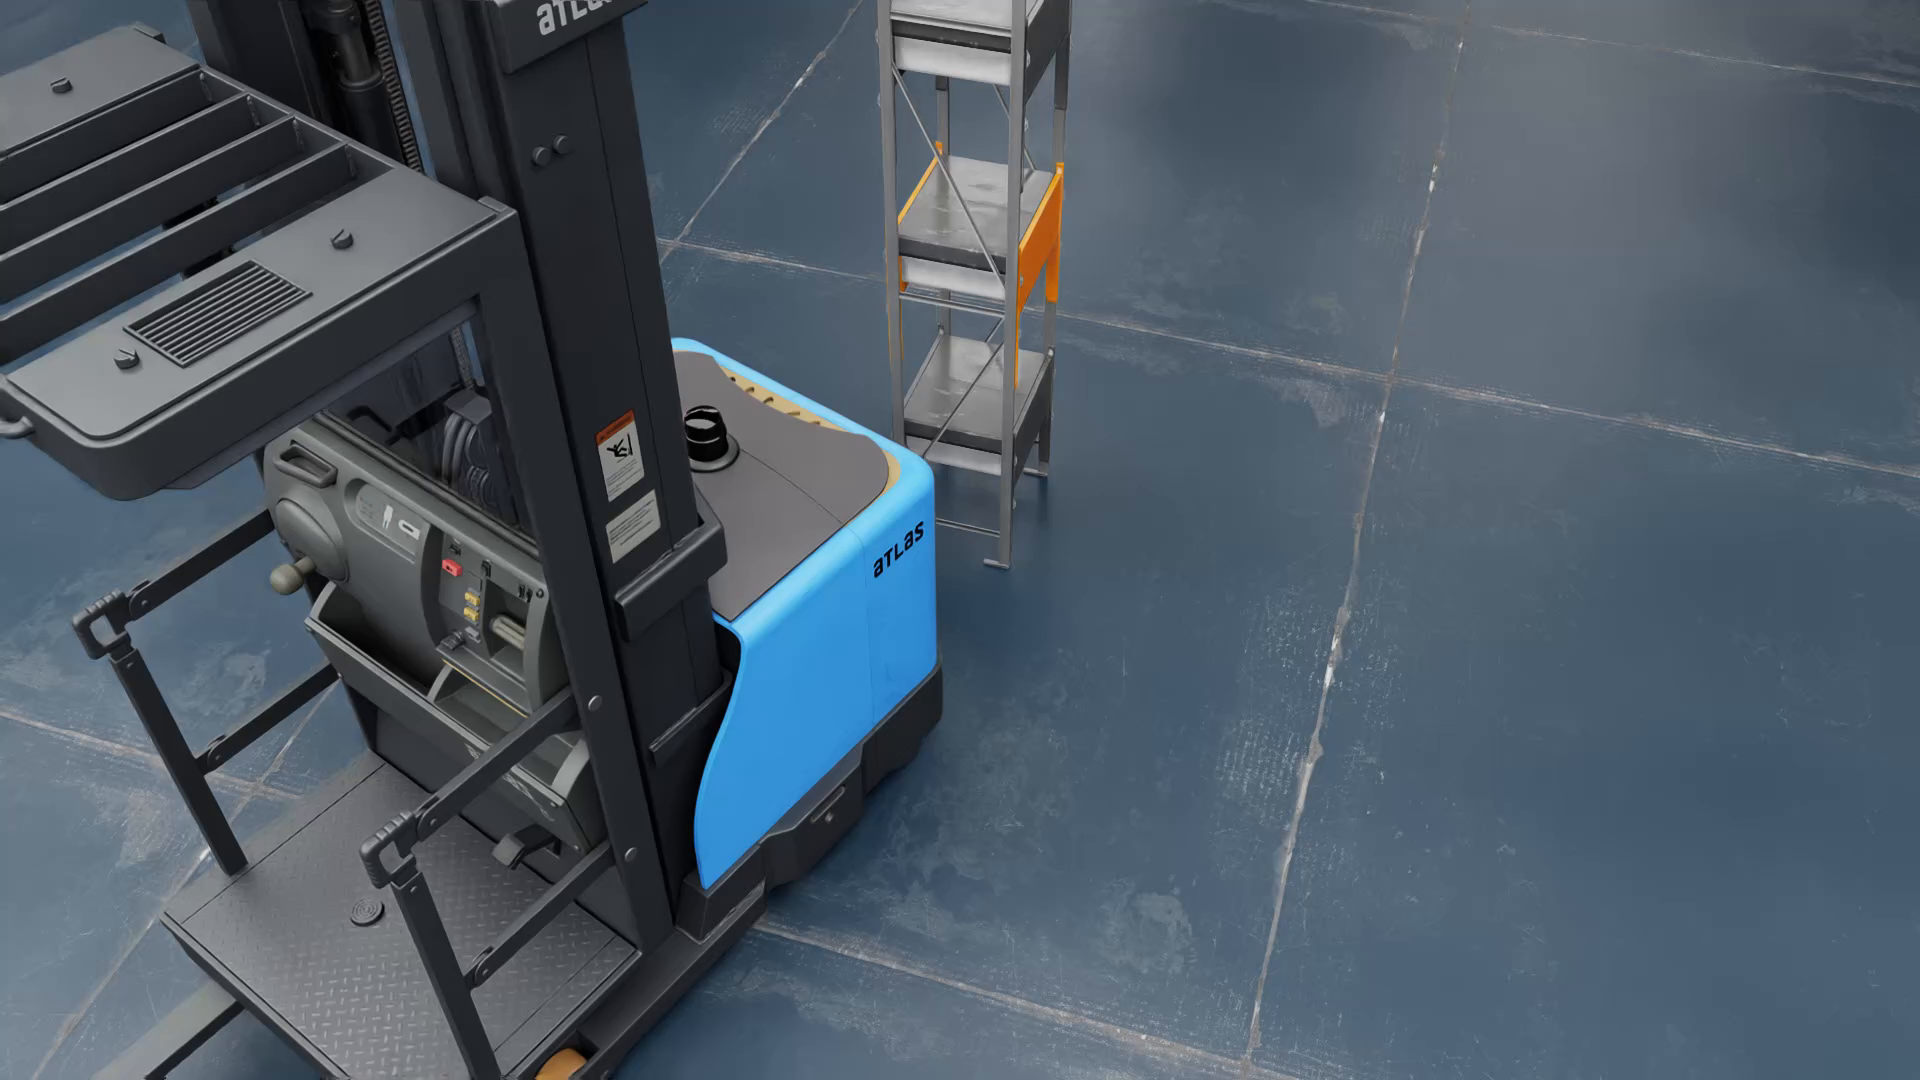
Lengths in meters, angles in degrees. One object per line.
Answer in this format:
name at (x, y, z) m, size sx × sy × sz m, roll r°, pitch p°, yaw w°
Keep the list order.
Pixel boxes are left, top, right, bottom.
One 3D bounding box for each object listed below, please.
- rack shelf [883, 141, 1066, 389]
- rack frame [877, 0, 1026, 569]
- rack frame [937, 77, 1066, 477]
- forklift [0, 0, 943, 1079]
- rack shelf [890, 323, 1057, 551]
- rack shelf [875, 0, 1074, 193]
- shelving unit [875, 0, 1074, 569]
rack shelf at (0.050, -0.851, 5.138) m, size 0.431 × 0.518 × 0.480 m, roll 13°, pitch 46°, yaw 12°
rack frame at (-0.024, -0.698, 4.962) m, size 0.400 × 2.100 × 0.015 m, roll 13°, pitch 46°, yaw 13°
rack frame at (0.124, -1.023, 5.295) m, size 0.400 × 2.100 × 0.015 m, roll 13°, pitch 46°, yaw 13°
forklift at (-1.348, 0.129, 3.522) m, size 1.130 × 2.935 × 3.031 m, roll 28°, pitch 51°, yaw 26°
rack shelf at (0.050, -0.351, 5.628) m, size 0.431 × 0.518 × 0.480 m, roll 13°, pitch 46°, yaw 12°
rack shelf at (0.050, -1.351, 4.648) m, size 0.431 × 0.518 × 0.480 m, roll 13°, pitch 46°, yaw 12°
shelving unit at (0.050, -0.861, 5.128) m, size 0.431 × 2.100 × 0.503 m, roll 13°, pitch 46°, yaw 13°
